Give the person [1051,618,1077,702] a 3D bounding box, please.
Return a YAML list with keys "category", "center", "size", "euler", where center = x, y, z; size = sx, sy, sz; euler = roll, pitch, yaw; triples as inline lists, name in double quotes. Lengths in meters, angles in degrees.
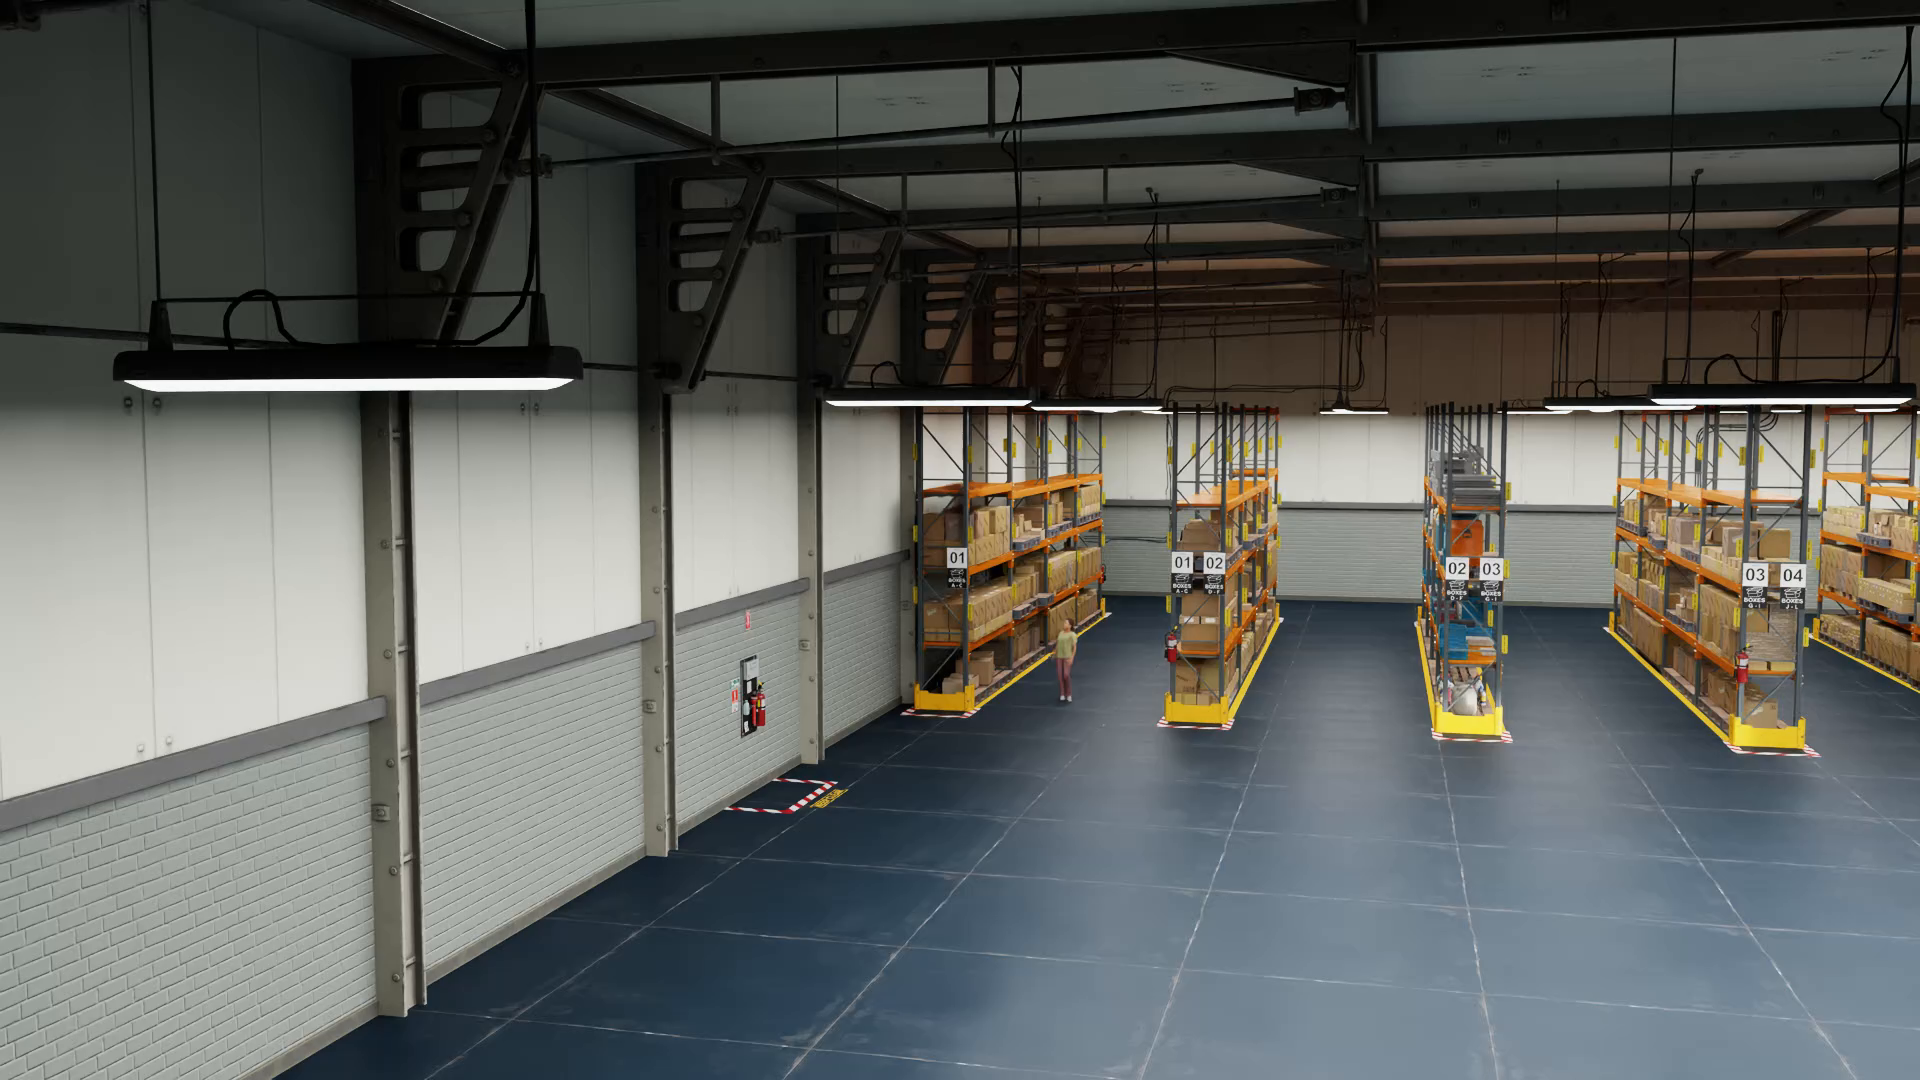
- category: "person"
  center: [2.127, 2.431, 33.712]
  size: [0.509, 1.699, 0.442]
  euler: [2, 5, 26]
